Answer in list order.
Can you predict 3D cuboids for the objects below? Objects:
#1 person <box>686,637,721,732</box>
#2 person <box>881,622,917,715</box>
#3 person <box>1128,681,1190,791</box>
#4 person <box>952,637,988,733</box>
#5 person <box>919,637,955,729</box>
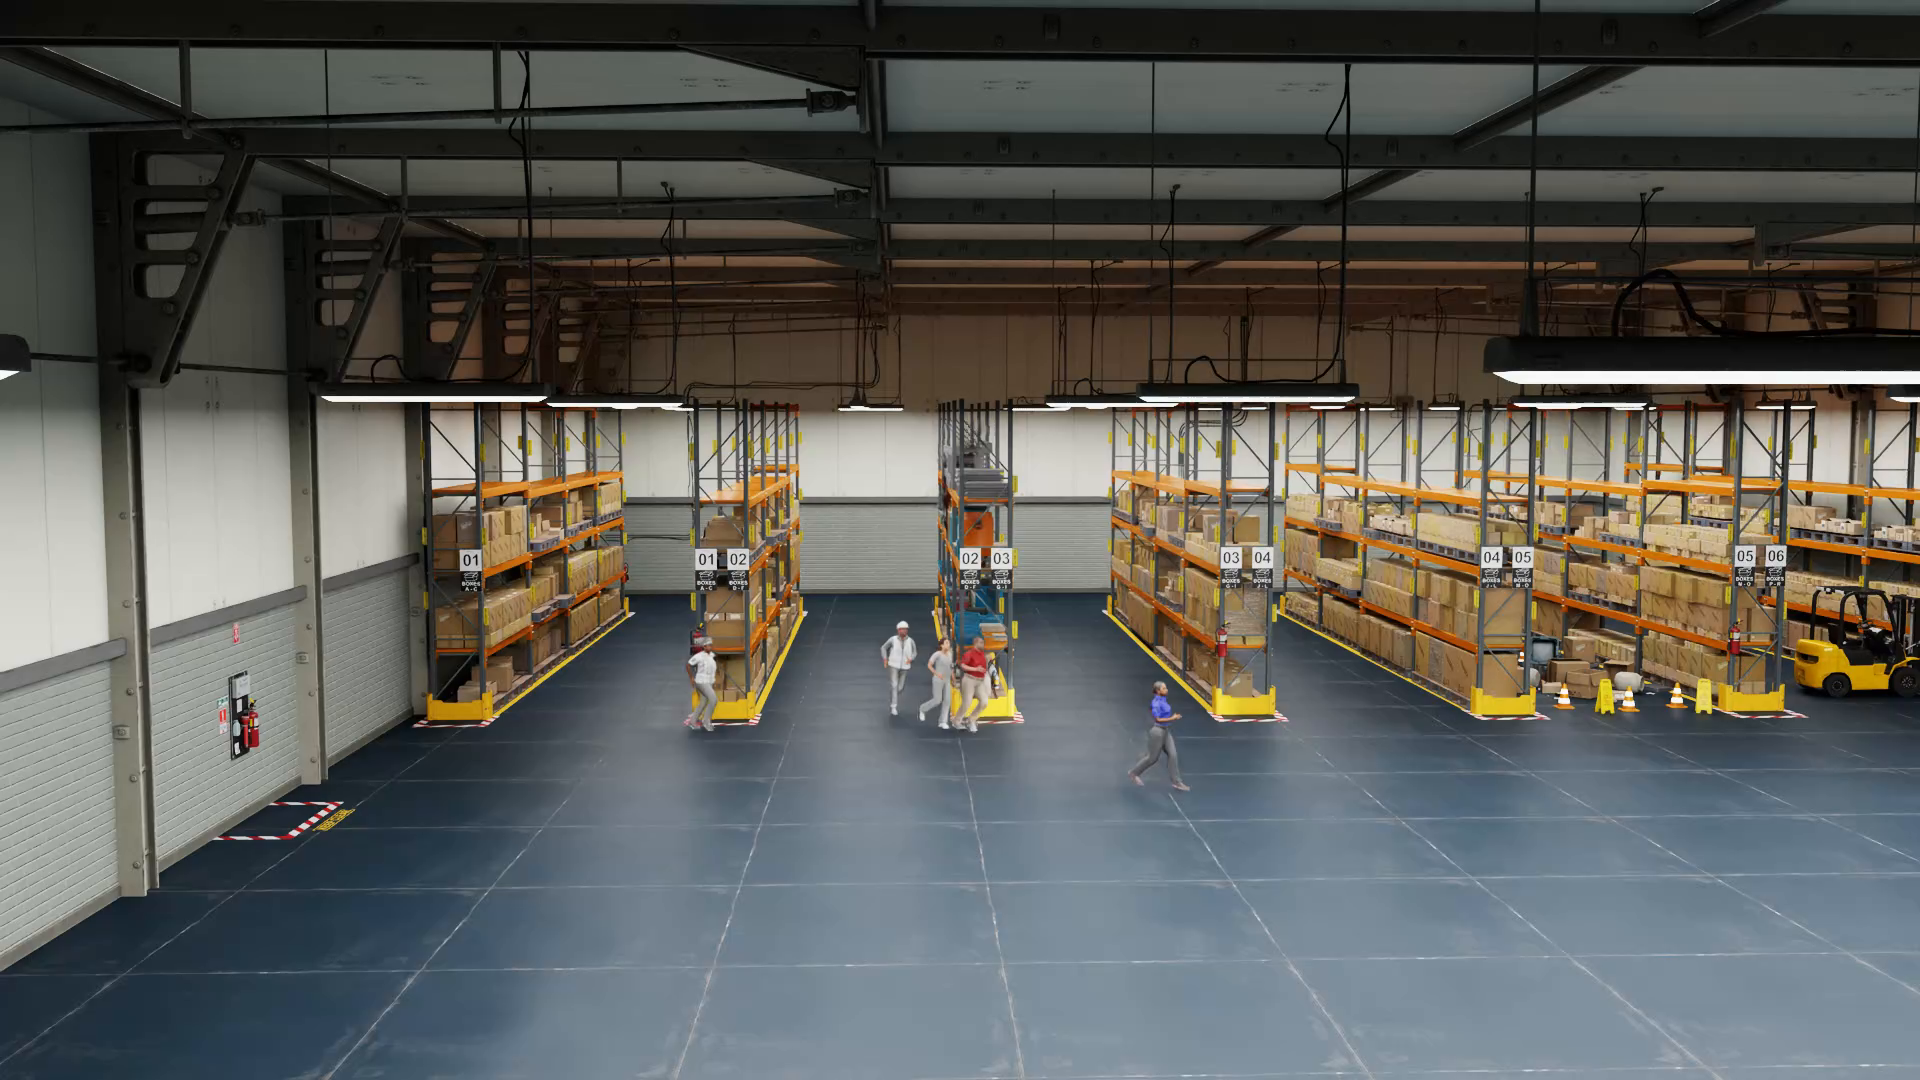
[{"bbox_3d":[-4.577,2.588,30.026,0.670,1.671,0.555,2,5,30],"label":"person"},{"bbox_3d":[-1.169,2.444,32.008,0.697,1.765,0.802,-1,4,-15],"label":"person"},{"bbox_3d":[3.028,2.965,25.231,0.934,1.639,0.572,2,5,24],"label":"person"},{"bbox_3d":[0.293,2.620,30.032,0.666,1.734,0.688,-4,6,-42],"label":"person"},{"bbox_3d":[-0.311,2.591,30.486,0.623,1.619,0.857,-3,6,-39],"label":"person"}]
